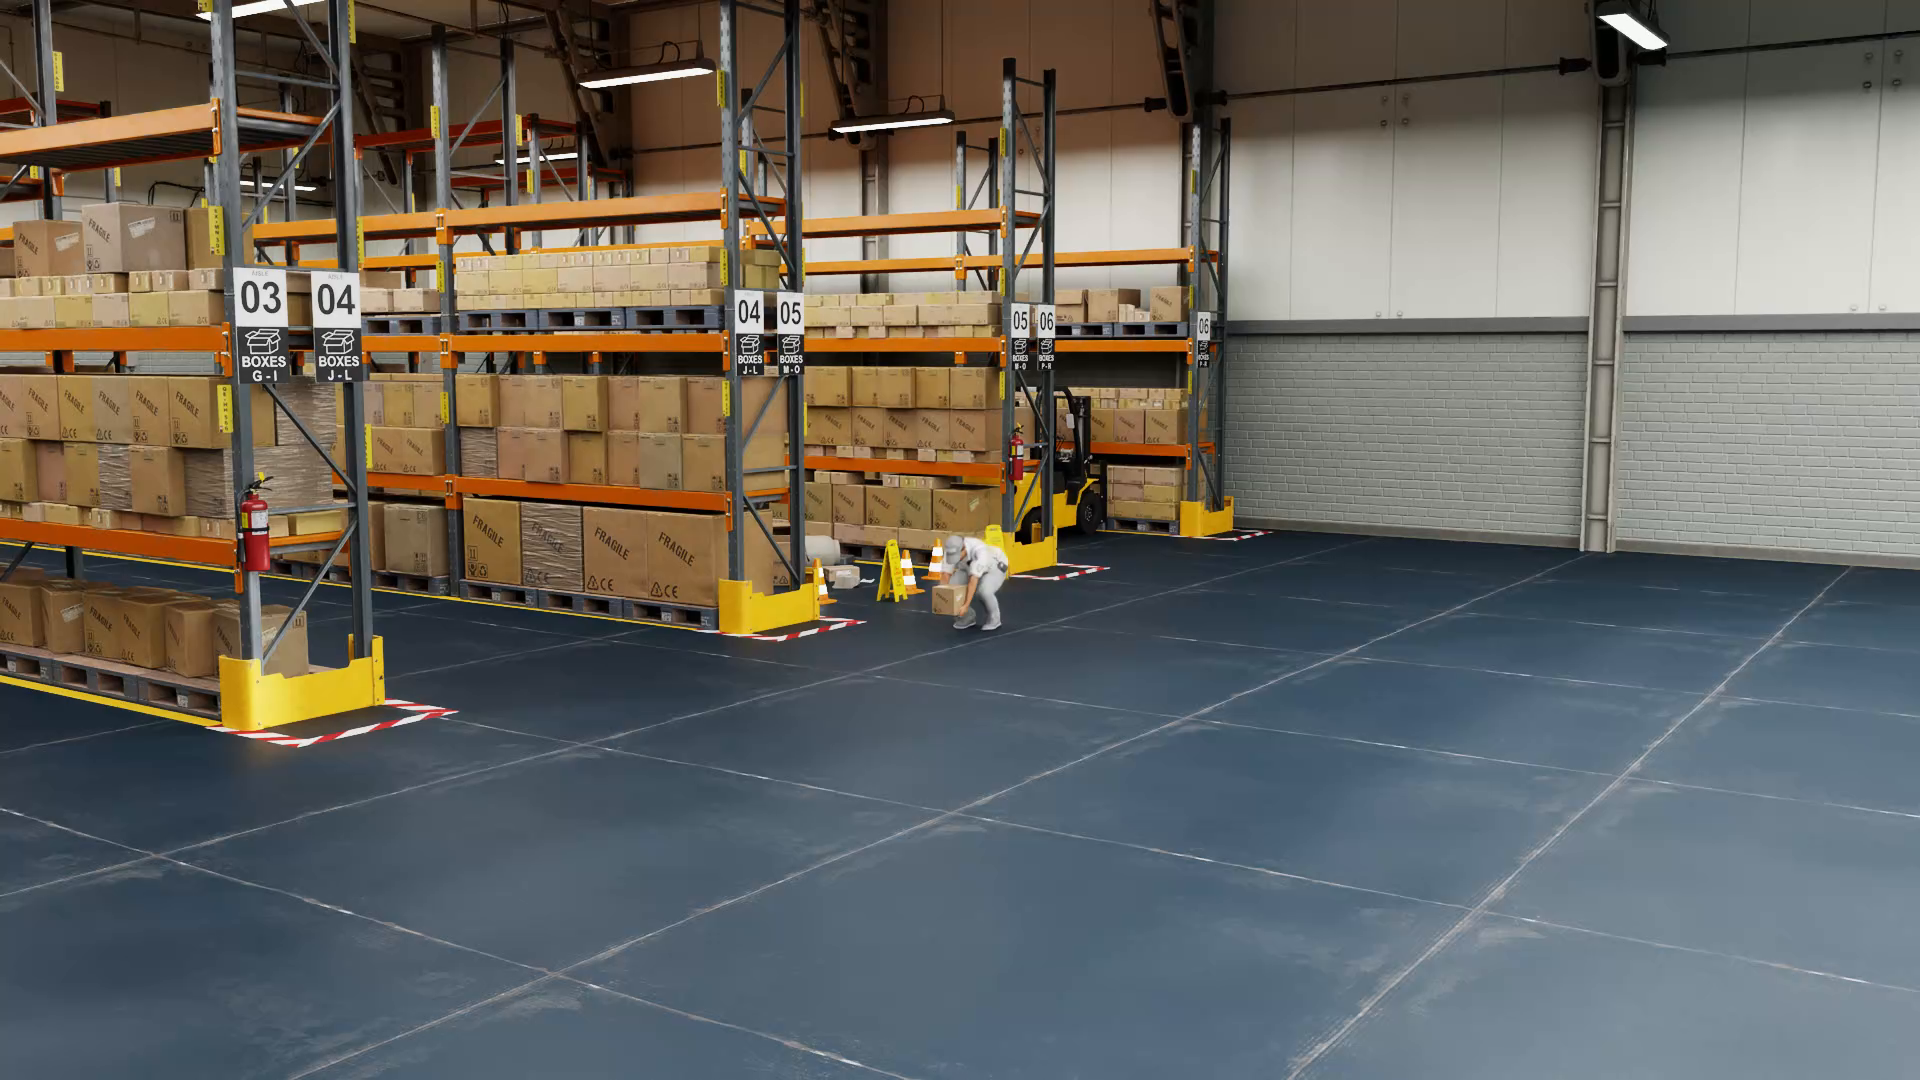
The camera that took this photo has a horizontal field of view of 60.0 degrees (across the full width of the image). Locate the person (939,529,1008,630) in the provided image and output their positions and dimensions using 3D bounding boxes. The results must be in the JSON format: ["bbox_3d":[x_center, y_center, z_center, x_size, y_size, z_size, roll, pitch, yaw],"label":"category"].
[{"bbox_3d":[0.103,0.373,15.788,0.512,0.974,0.937,4,7,31],"label":"person"}]
